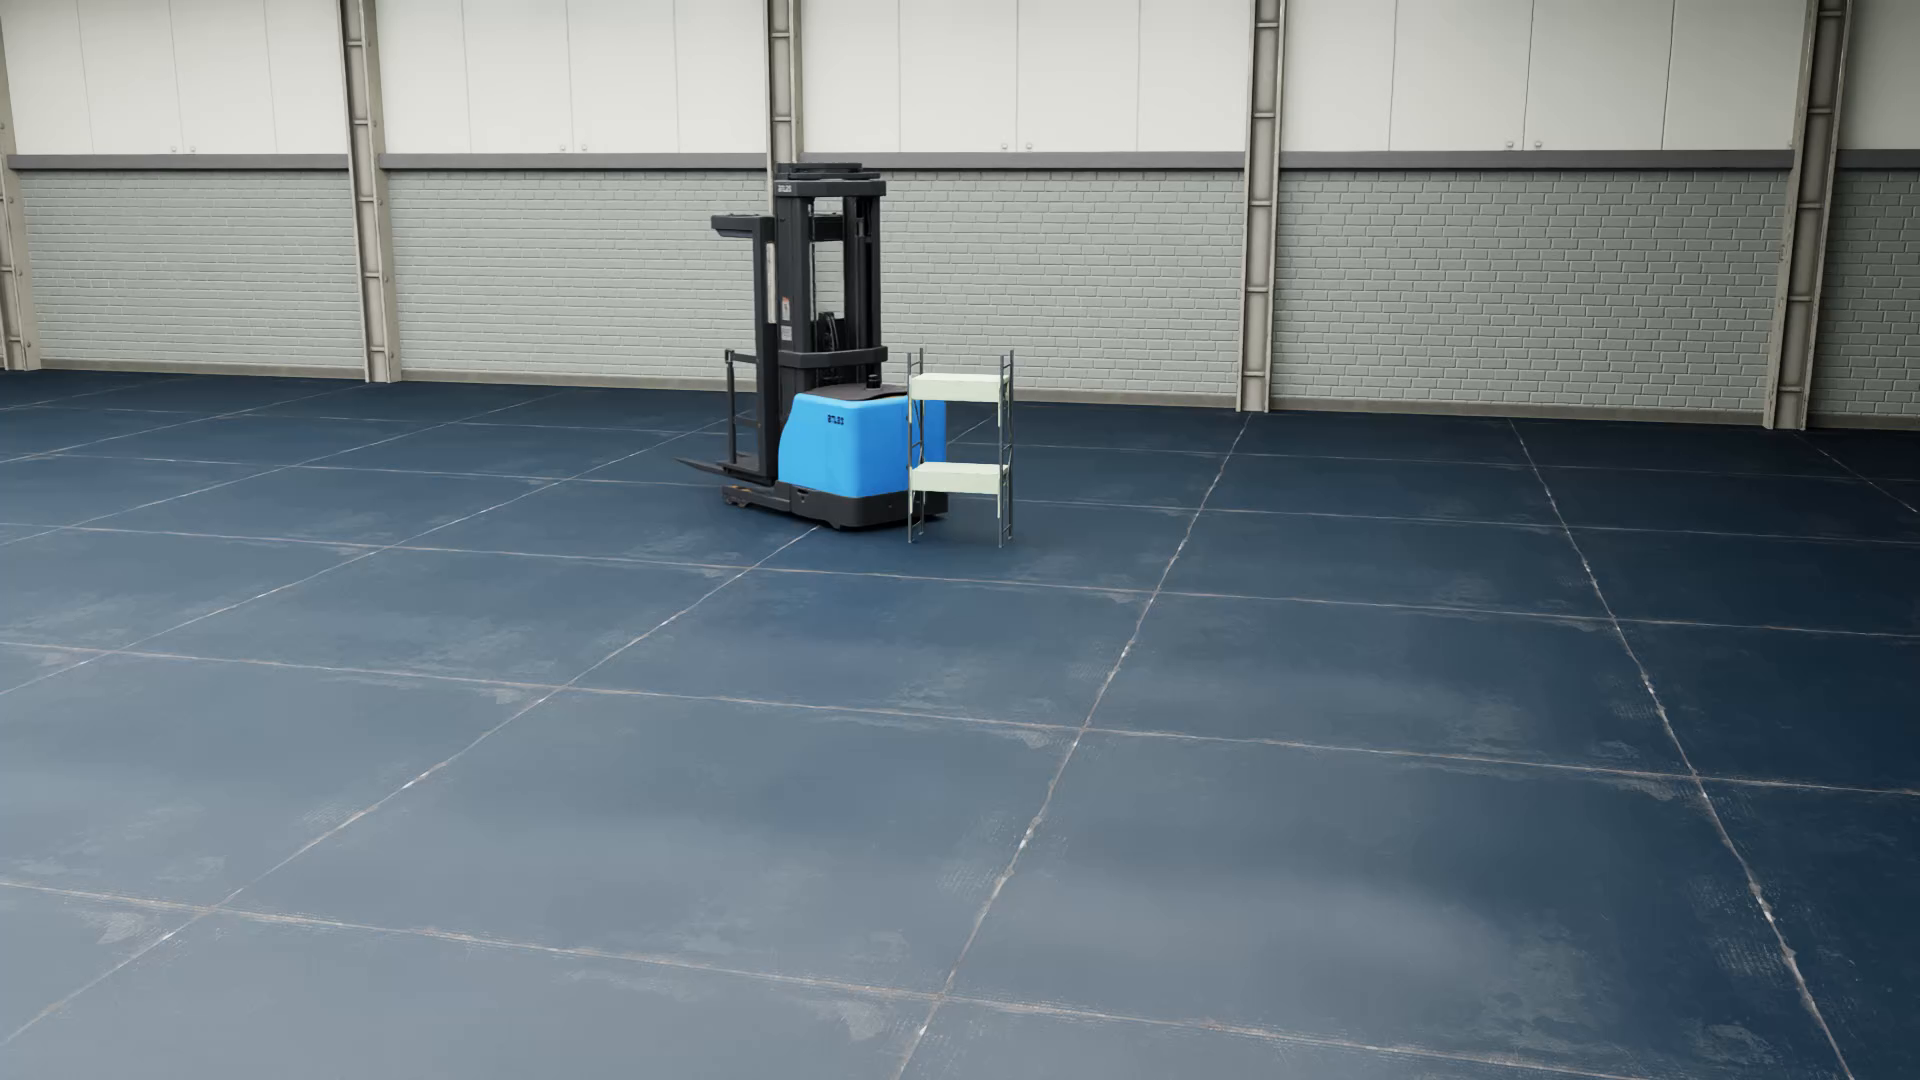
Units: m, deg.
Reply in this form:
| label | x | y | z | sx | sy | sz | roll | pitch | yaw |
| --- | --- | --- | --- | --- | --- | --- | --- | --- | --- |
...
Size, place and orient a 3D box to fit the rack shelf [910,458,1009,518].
| label | x | y | z | sx | sy | sz | roll | pitch | yaw |
| --- | --- | --- | --- | --- | --- | --- | --- | --- | --- |
| rack shelf | 0.006 | -0.414 | 13.140 | 0.720 | 0.370 | 0.431 | 3 | 13 | 14 |

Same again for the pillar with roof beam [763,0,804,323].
| label | x | y | z | sx | sy | sz | roll | pitch | yaw |
| --- | --- | --- | --- | --- | --- | --- | --- | --- | --- |
| pillar with roof beam | -3.255 | -5.397 | 16.782 | 0.400 | 9.000 | 9.100 | 3 | 13 | 14 |

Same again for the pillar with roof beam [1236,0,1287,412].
| label | x | y | z | sx | sy | sz | roll | pitch | yaw |
| --- | --- | --- | --- | --- | --- | --- | --- | --- | --- |
| pillar with roof beam | 2.570 | -5.085 | 15.379 | 0.400 | 9.000 | 9.100 | 3 | 13 | 14 |

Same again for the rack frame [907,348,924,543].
| label | x | y | z | sx | sy | sz | roll | pitch | yaw |
| --- | --- | --- | --- | --- | --- | --- | --- | --- | --- |
| rack frame | -0.349 | -0.751 | 13.155 | 0.023 | 1.500 | 0.400 | 3 | 13 | 14 |

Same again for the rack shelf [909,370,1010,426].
| label | x | y | z | sx | sy | sz | roll | pitch | yaw |
| --- | --- | --- | --- | --- | --- | --- | --- | --- | --- |
| rack shelf | 0.006 | -1.113 | 12.985 | 0.720 | 0.370 | 0.431 | 3 | 13 | 14 |

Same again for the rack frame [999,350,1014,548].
| label | x | y | z | sx | sy | sz | roll | pitch | yaw |
| --- | --- | --- | --- | --- | --- | --- | --- | --- | --- |
| rack frame | 0.362 | -0.713 | 12.984 | 0.023 | 1.500 | 0.400 | 3 | 13 | 14 |

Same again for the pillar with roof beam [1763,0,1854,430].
| label | x | y | z | sx | sy | sz | roll | pitch | yaw |
| --- | --- | --- | --- | --- | --- | --- | --- | --- | --- |
| pillar with roof beam | 8.396 | -4.774 | 13.975 | 0.400 | 9.000 | 9.100 | 3 | 13 | 14 |

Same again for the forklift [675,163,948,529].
| label | x | y | z | sx | sy | sz | roll | pitch | yaw |
| --- | --- | --- | --- | --- | --- | --- | --- | --- | --- |
| forklift | -1.443 | -1.778 | 14.479 | 1.130 | 2.935 | 3.031 | -11 | 16 | -39 |

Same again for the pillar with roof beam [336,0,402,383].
| label | x | y | z | sx | sy | sz | roll | pitch | yaw |
| --- | --- | --- | --- | --- | --- | --- | --- | --- | --- |
| pillar with roof beam | -9.080 | -5.708 | 18.186 | 0.400 | 9.000 | 9.100 | 3 | 13 | 14 |

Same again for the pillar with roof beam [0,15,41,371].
| label | x | y | z | sx | sy | sz | roll | pitch | yaw |
| --- | --- | --- | --- | --- | --- | --- | --- | --- | --- |
| pillar with roof beam | -14.905 | -6.019 | 19.589 | 0.400 | 9.000 | 9.100 | 3 | 13 | 14 |

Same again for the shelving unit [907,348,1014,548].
| label | x | y | z | sx | sy | sz | roll | pitch | yaw |
| --- | --- | --- | --- | --- | --- | --- | --- | --- | --- |
| shelving unit | 0.006 | -0.732 | 13.070 | 0.755 | 1.500 | 0.431 | 3 | 13 | 14 |
